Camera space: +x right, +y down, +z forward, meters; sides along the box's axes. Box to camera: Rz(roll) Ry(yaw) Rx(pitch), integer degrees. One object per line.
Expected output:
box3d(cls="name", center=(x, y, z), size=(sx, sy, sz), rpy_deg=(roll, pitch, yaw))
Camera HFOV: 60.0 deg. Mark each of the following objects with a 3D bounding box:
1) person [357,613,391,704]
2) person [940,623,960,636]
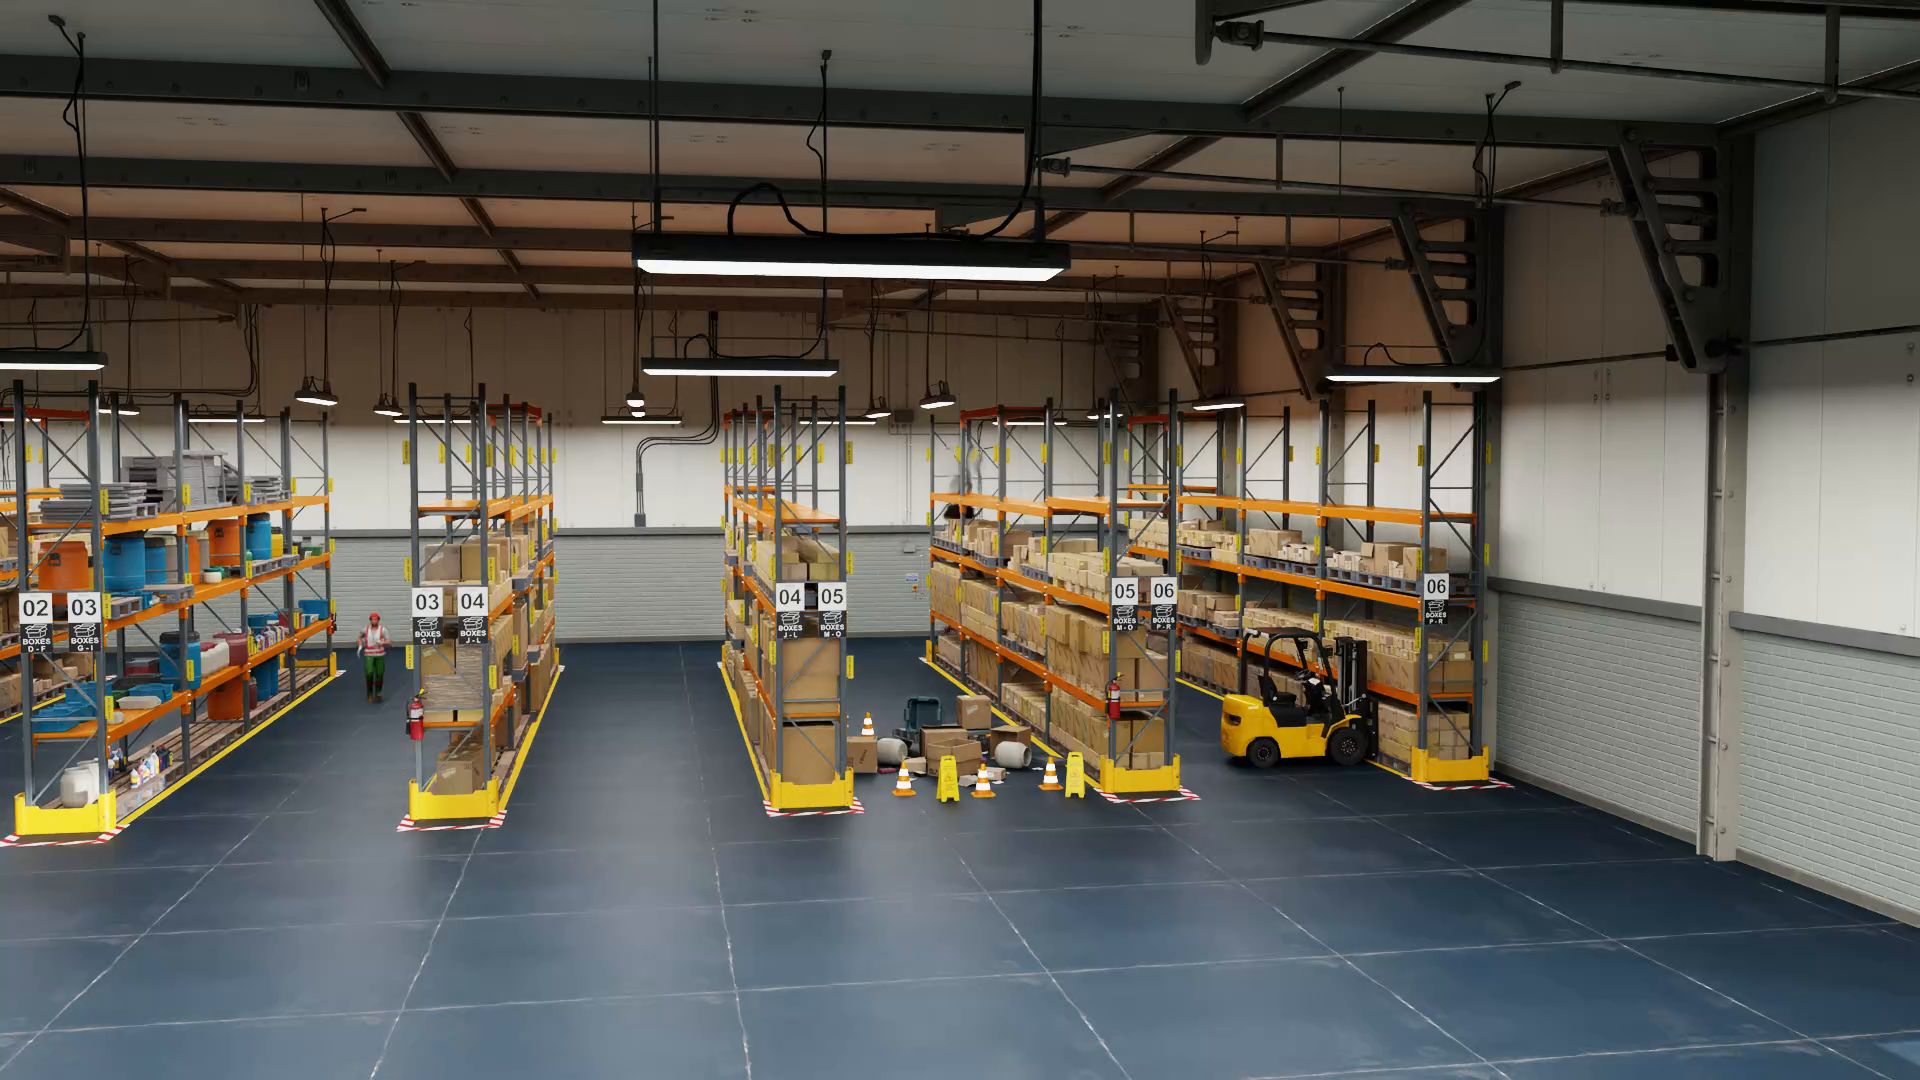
box3d(cls="person", center=(-11.909, 2.395, 33.808), size=(0.647, 1.839, 0.769), rpy_deg=(-1, 3, -20))
box3d(cls="person", center=(-0.157, 2.065, 41.540), size=(0.711, 1.711, 0.545), rpy_deg=(-1, 3, -17))
